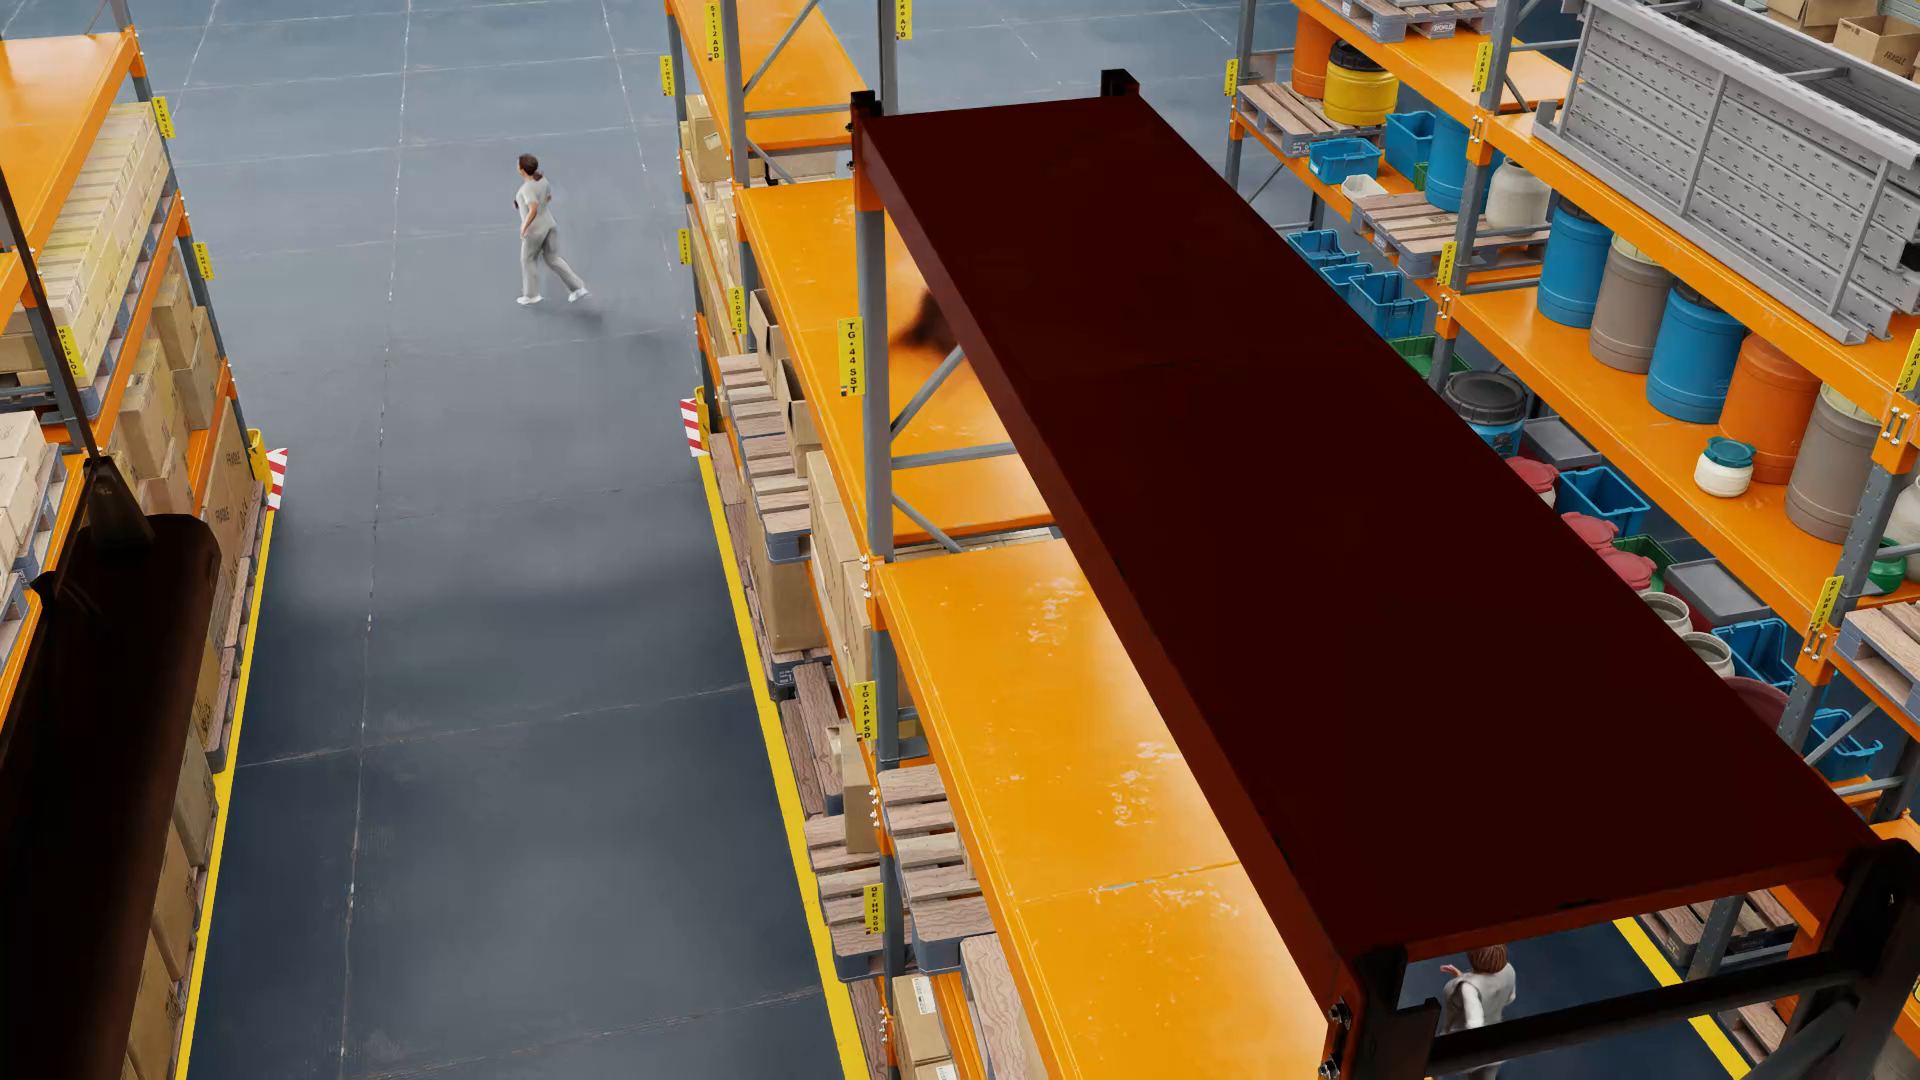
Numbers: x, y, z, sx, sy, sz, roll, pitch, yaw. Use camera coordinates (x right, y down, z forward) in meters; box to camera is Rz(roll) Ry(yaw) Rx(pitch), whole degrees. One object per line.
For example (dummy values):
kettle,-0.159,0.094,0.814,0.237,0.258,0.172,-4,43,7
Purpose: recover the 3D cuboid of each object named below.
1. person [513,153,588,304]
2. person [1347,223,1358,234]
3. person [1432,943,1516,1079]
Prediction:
person,-4.343,-3.181,17.257,0.853,1.694,0.583,13,37,19
person,4.503,-4.234,18.861,0.636,1.630,0.580,9,35,12
person,2.700,2.703,8.744,0.490,1.643,0.782,-13,37,-18
